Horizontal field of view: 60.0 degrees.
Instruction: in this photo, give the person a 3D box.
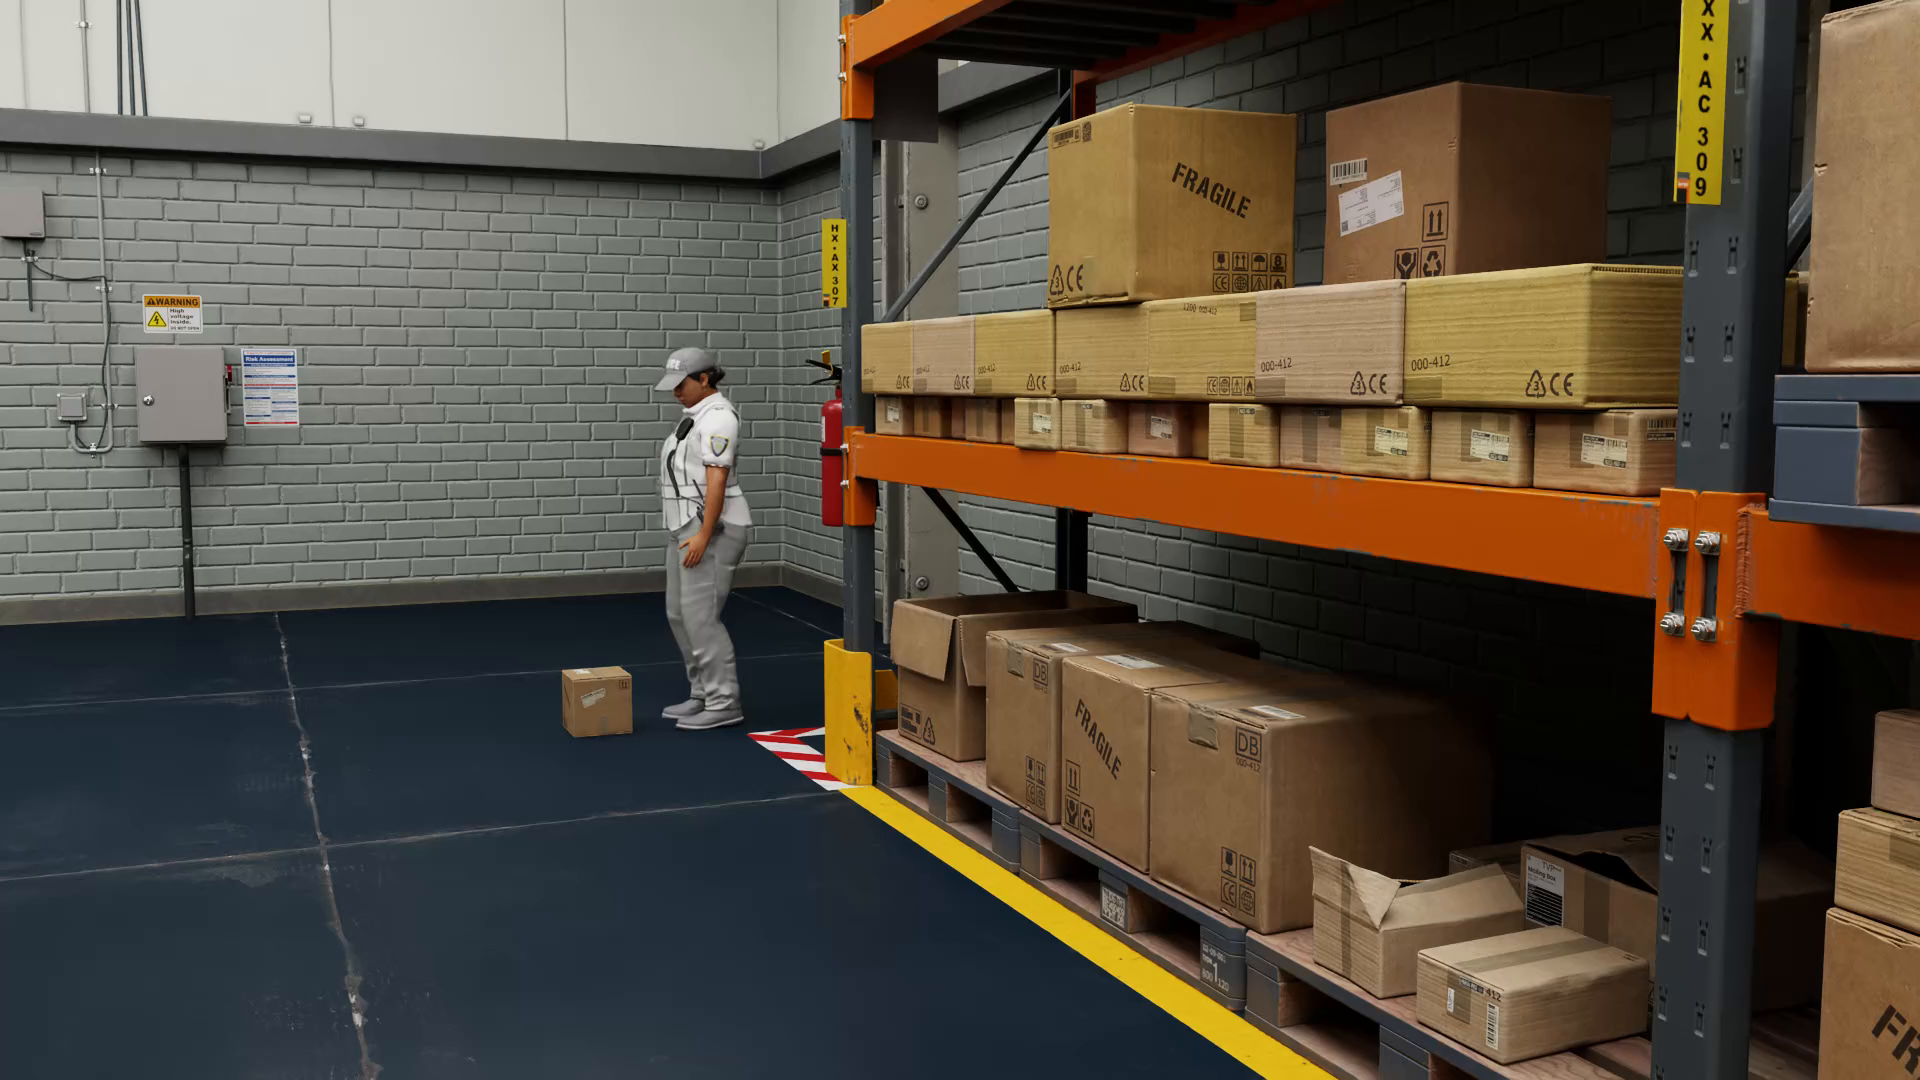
[{"bbox_3d":[-1.121,-0.011,7.248,0.409,1.649,0.478,-2,6,-23],"label":"person"}]
